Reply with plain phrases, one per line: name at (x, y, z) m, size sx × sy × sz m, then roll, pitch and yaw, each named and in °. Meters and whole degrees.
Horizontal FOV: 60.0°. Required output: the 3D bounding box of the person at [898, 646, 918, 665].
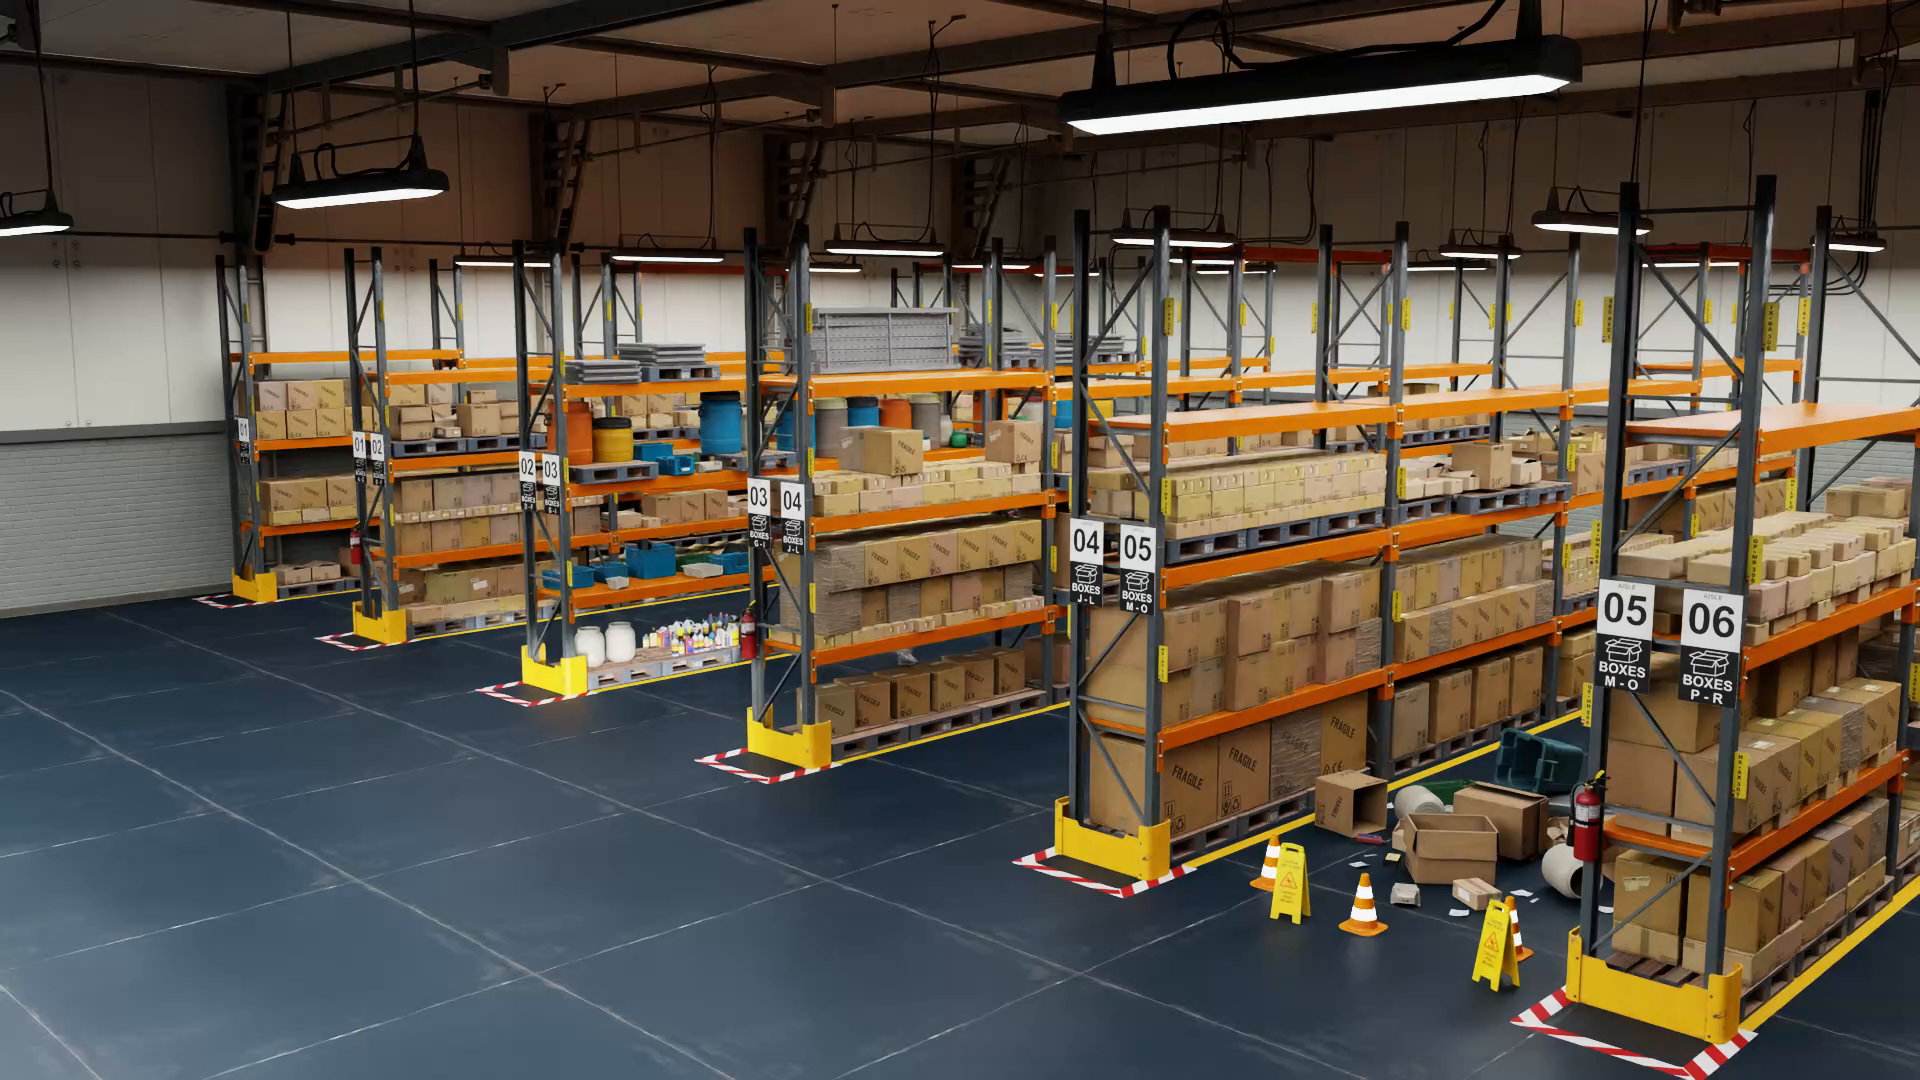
person at (-0.721, 0.970, 23.819) m, size 0.456 × 1.664 × 0.504 m, roll -5°, pitch 10°, yaw -34°
